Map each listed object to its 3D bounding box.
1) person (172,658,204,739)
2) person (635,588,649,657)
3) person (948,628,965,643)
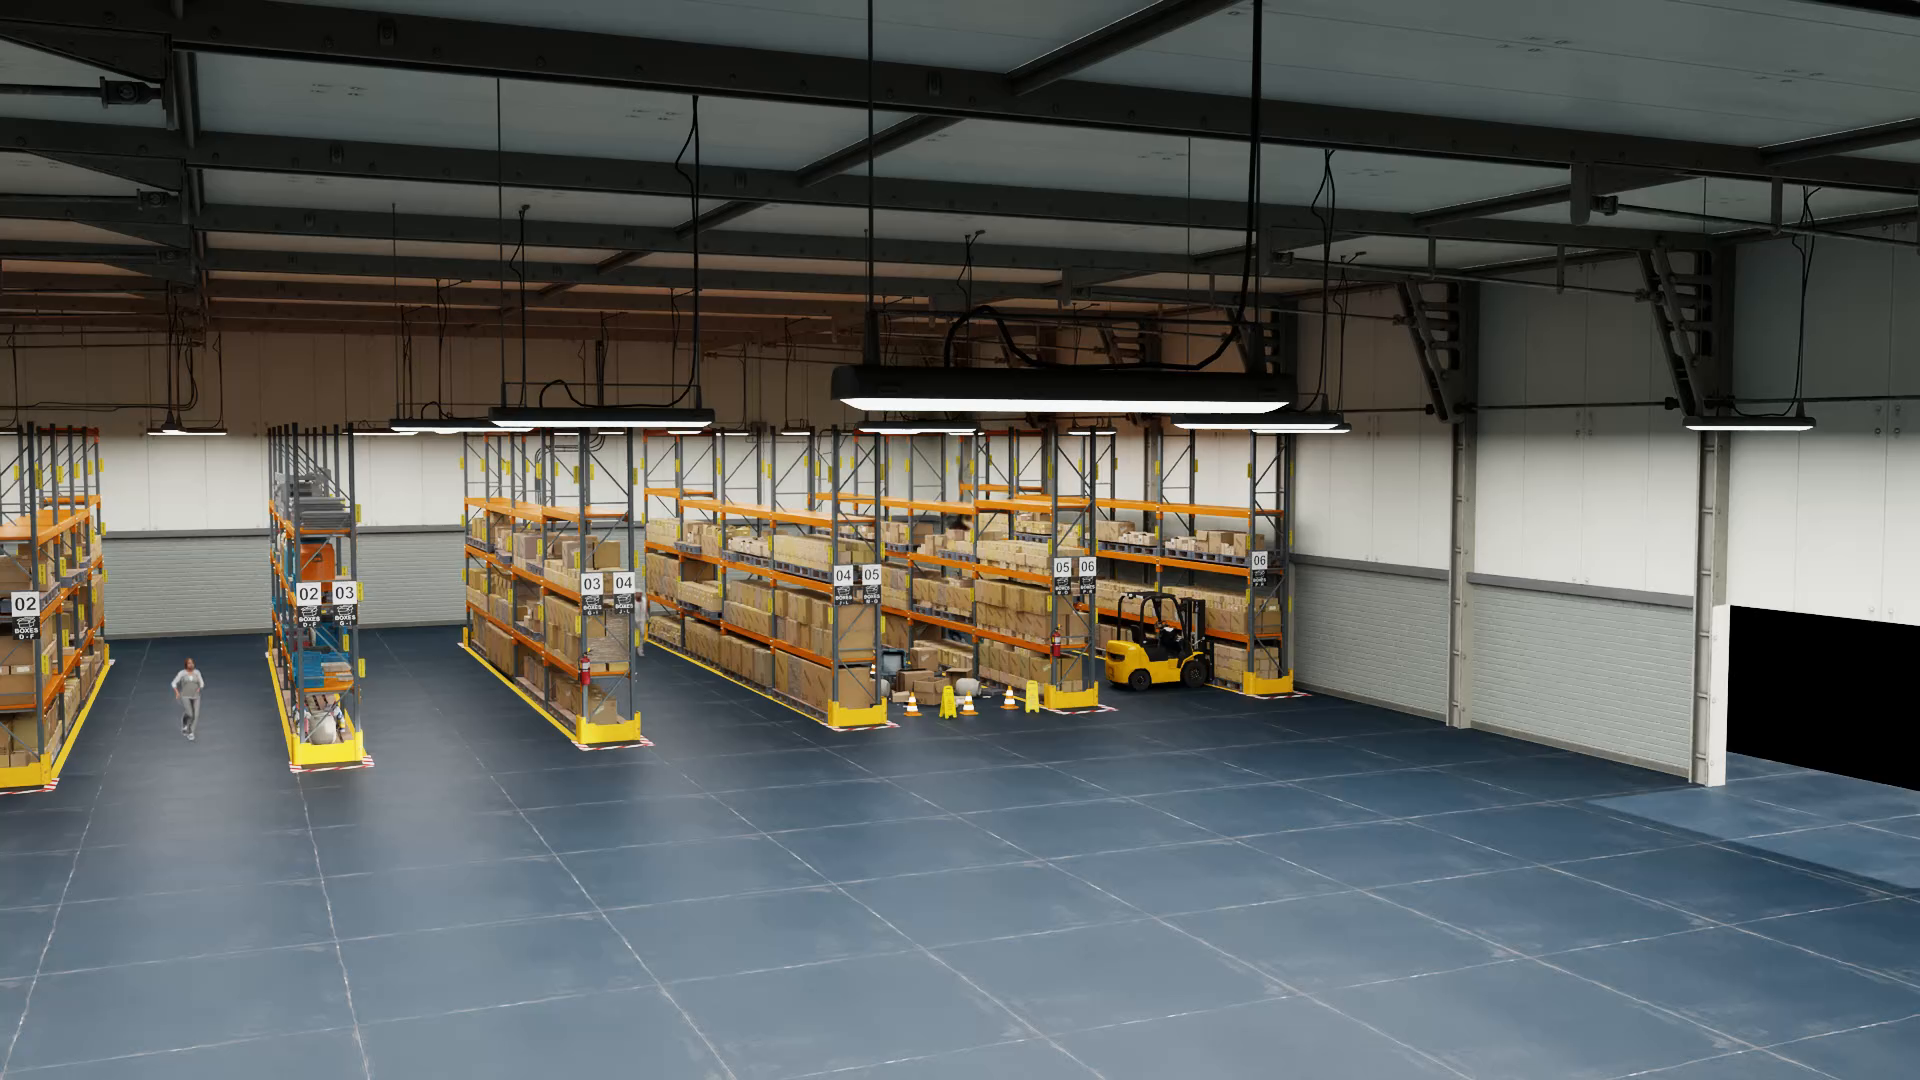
[{"bbox_3d":[-14.588,3.014,31.521,0.532,1.560,0.541,-3,5,-40],"label":"person"},{"bbox_3d":[-8.536,2.155,43.964,0.707,1.771,1.006,-2,4,-31],"label":"person"},{"bbox_3d":[-0.125,2.206,44.836,0.542,1.559,0.625,-3,4,-36],"label":"person"}]
